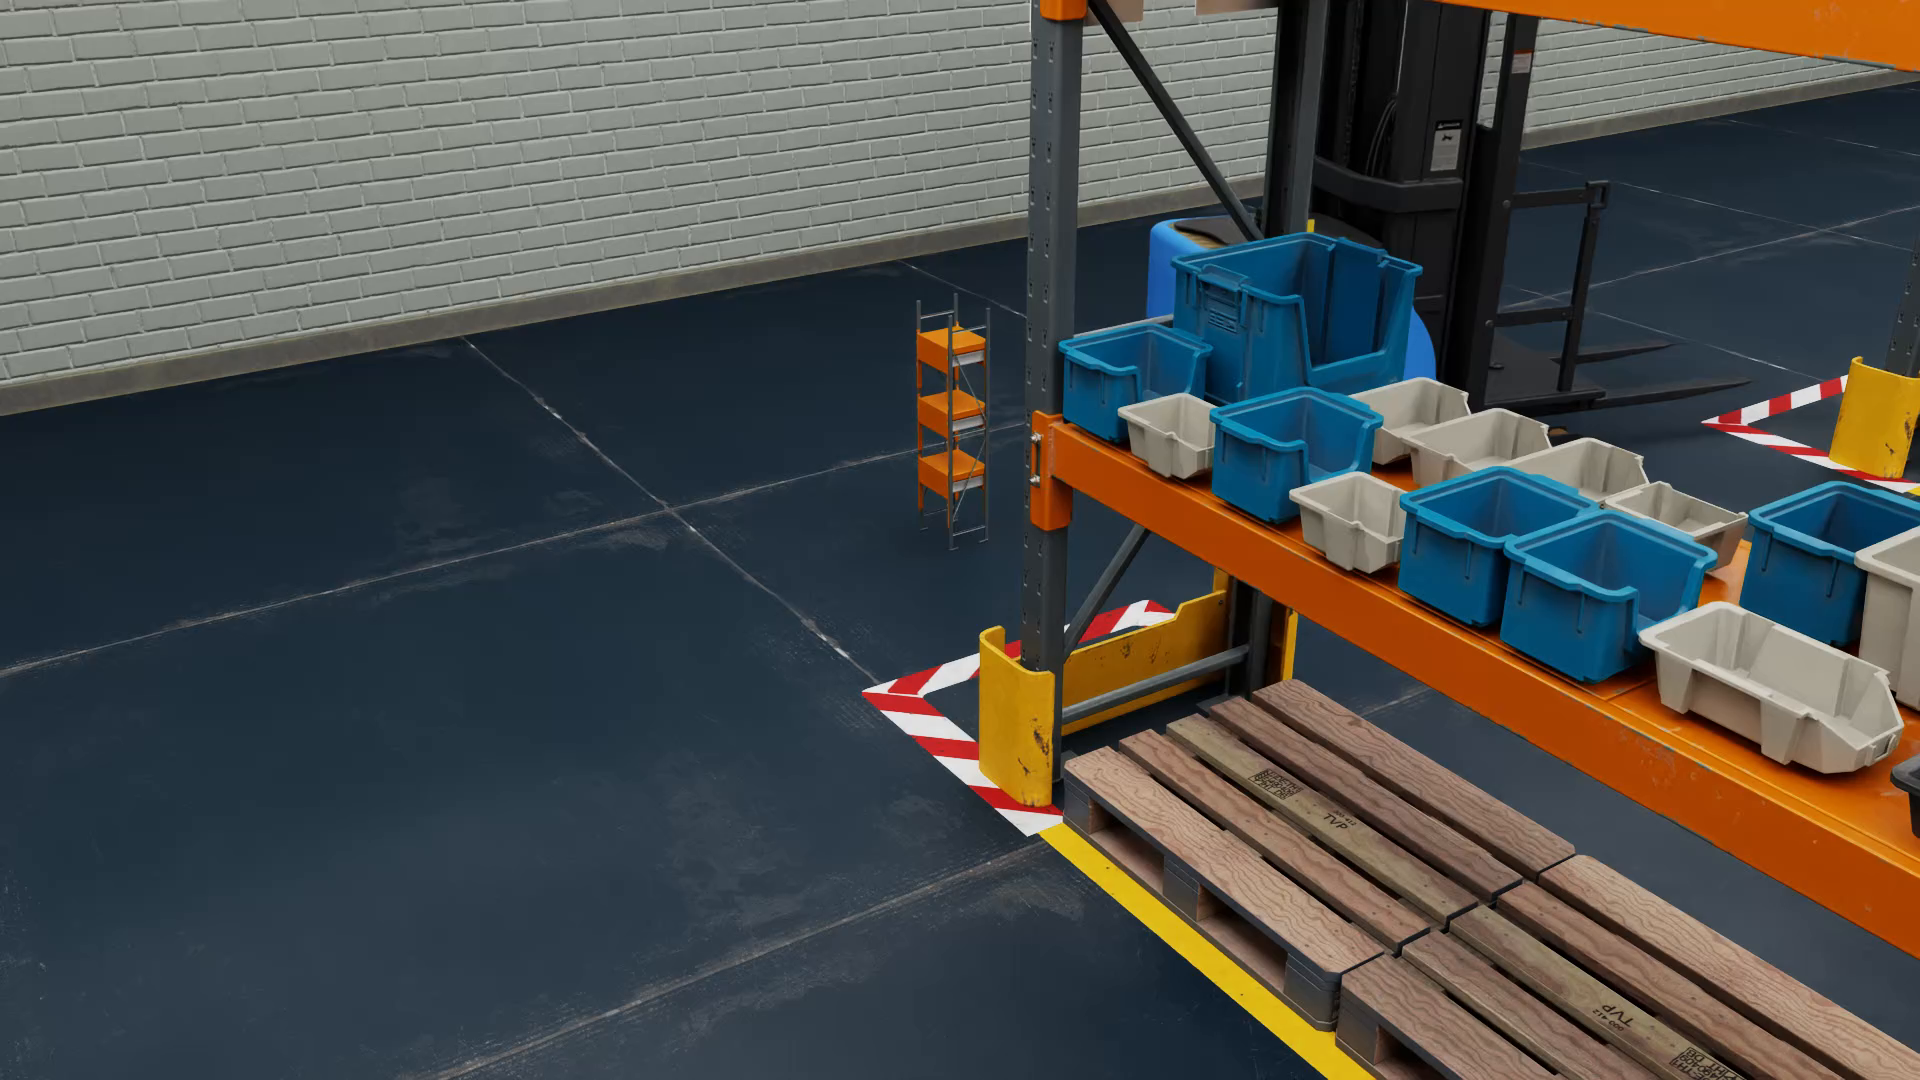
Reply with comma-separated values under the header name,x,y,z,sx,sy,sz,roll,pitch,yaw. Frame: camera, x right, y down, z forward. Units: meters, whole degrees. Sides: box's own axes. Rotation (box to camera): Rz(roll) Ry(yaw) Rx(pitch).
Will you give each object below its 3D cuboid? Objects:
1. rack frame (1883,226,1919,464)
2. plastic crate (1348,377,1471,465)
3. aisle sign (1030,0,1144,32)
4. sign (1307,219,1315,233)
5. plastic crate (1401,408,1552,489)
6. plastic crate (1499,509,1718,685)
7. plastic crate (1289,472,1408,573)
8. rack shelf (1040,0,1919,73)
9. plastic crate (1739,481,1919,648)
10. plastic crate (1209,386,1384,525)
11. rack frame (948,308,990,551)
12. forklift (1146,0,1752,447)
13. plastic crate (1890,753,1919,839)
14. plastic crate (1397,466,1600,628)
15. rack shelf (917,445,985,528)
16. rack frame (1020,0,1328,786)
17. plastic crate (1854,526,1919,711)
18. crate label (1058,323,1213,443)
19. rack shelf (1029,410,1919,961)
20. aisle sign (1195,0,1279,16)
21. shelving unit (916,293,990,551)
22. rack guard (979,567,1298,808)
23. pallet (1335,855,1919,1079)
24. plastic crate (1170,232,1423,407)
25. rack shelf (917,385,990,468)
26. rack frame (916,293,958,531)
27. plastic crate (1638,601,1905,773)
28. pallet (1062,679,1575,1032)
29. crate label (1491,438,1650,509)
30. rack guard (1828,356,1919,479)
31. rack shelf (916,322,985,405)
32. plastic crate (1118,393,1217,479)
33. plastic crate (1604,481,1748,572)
name,x,y,z,sx,sy,sz,roll,pitch,yaw
rack frame,4.796,-1.820,7.592,1.000,3.000,0.127,-16,29,-30
plastic crate,1.243,-0.325,4.662,0.396,0.136,0.243,-16,29,-30
aisle sign,0.358,-1.798,4.500,0.394,0.787,0.004,-16,29,-30
sign,1.098,-0.874,5.396,0.100,0.325,0.005,-16,29,-30
plastic crate,1.389,-0.218,4.436,0.396,0.136,0.243,-16,29,-30
plastic crate,1.387,0.126,3.596,0.416,0.233,0.300,-16,29,-30
plastic crate,0.981,-0.032,4.043,0.250,0.136,0.298,-16,29,-30
rack shelf,1.738,-0.982,3.145,1.077,0.370,4.000,-16,29,-30
plastic crate,1.982,0.057,3.741,0.416,0.233,0.300,-16,29,-30
plastic crate,0.864,-0.217,4.322,0.416,0.233,0.300,-16,29,-30
rack frame,0.037,-0.450,6.974,0.200,1.050,0.008,-16,29,-30
forklift,2.474,-1.876,7.792,3.031,2.935,1.130,-7,26,-15
plastic crate,1.993,0.524,2.878,0.437,0.125,0.590,-16,29,-30
plastic crate,1.224,0.018,3.823,0.416,0.233,0.300,-16,29,-30
rack shelf,-0.029,-0.233,7.190,0.215,0.259,0.240,-16,29,-30
rack frame,0.646,-0.666,5.147,1.000,3.000,0.127,-16,29,-30
plastic crate,2.150,0.202,3.377,0.437,0.282,0.530,-16,29,-30
crate label,0.505,-0.453,4.821,0.416,0.233,0.303,-16,29,-30
rack shelf,1.738,0.375,3.786,1.077,0.370,4.000,-16,29,-30
aisle sign,0.852,-1.936,4.792,0.394,0.787,0.004,-16,29,-30
shelving unit,-0.029,-0.494,7.066,0.215,1.050,0.252,-16,29,-30
rack guard,0.622,0.459,5.693,1.175,0.500,0.348,-16,29,-30
pallet,1.725,1.335,4.175,1.003,0.211,1.213,-16,29,-30
plastic crate,0.985,-0.633,4.965,0.616,0.435,0.499,-16,29,-30
rack shelf,-0.029,-0.484,7.071,0.215,0.259,0.240,-16,29,-30
rack frame,-0.096,-0.538,7.159,0.200,1.050,0.008,-16,29,-30
plastic crate,1.627,0.304,3.331,0.293,0.136,0.466,-16,29,-30
pallet,1.064,0.899,5.099,1.003,0.211,1.213,-16,29,-30
crate label,1.561,-0.124,4.237,0.396,0.136,0.243,-16,29,-30
rack guard,4.783,-0.699,8.144,1.175,0.500,0.348,-16,29,-30
rack shelf,-0.029,-0.741,6.950,0.215,0.259,0.240,-16,29,-30
plastic crate,0.611,-0.275,4.557,0.250,0.136,0.298,-16,29,-30
plastic crate,1.739,-0.022,4.022,0.298,0.136,0.250,-16,29,-30
